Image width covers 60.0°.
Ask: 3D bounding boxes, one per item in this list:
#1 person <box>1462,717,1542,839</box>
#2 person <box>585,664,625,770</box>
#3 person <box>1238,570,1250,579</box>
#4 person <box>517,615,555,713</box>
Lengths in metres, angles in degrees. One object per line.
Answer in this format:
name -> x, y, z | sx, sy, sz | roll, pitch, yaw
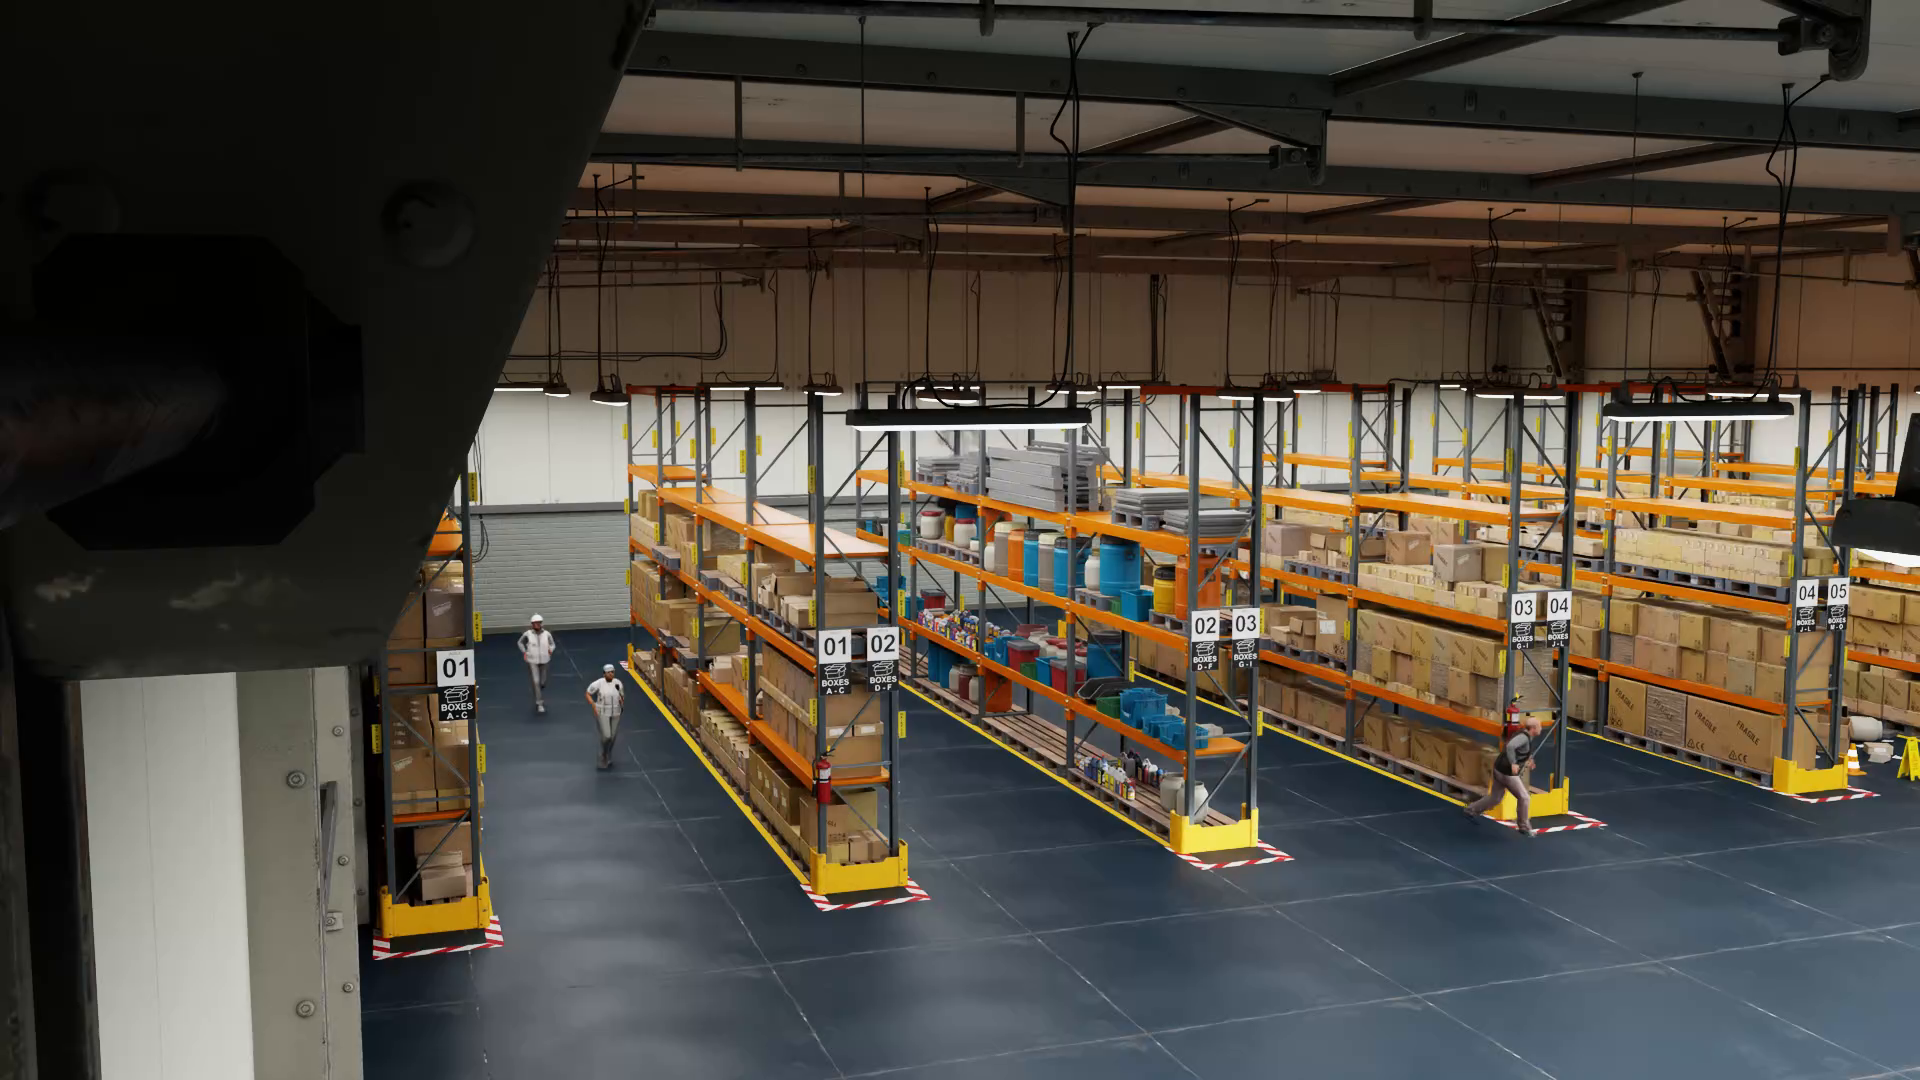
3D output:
person -> 7.335, 3.215, 22.502 | 1.007, 1.680, 0.697 | 2, 6, 15
person -> -5.567, 2.803, 26.350 | 0.579, 1.688, 0.685 | -4, 7, -35
person -> 7.094, 1.226, 41.134 | 0.802, 1.764, 0.679 | -5, 8, -39
person -> -7.848, 2.267, 30.907 | 0.663, 1.778, 0.931 | -3, 7, -26
